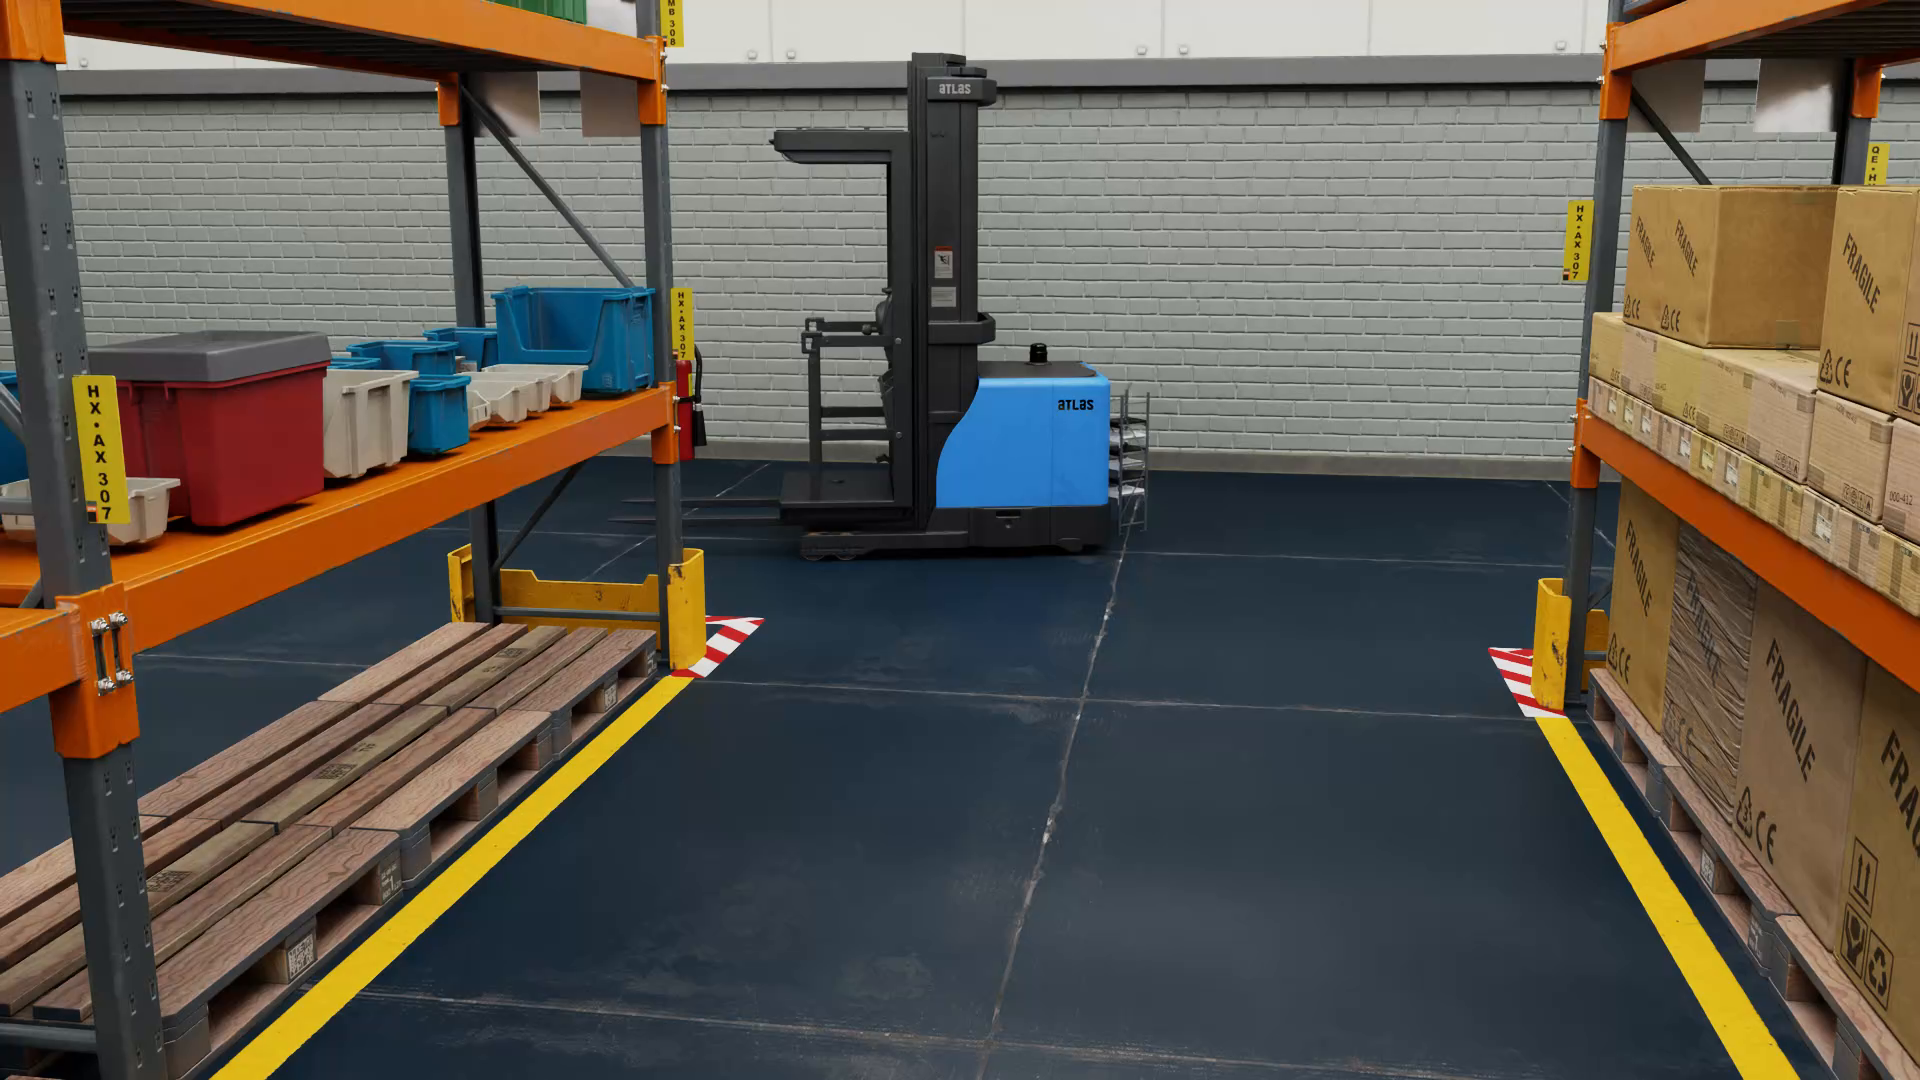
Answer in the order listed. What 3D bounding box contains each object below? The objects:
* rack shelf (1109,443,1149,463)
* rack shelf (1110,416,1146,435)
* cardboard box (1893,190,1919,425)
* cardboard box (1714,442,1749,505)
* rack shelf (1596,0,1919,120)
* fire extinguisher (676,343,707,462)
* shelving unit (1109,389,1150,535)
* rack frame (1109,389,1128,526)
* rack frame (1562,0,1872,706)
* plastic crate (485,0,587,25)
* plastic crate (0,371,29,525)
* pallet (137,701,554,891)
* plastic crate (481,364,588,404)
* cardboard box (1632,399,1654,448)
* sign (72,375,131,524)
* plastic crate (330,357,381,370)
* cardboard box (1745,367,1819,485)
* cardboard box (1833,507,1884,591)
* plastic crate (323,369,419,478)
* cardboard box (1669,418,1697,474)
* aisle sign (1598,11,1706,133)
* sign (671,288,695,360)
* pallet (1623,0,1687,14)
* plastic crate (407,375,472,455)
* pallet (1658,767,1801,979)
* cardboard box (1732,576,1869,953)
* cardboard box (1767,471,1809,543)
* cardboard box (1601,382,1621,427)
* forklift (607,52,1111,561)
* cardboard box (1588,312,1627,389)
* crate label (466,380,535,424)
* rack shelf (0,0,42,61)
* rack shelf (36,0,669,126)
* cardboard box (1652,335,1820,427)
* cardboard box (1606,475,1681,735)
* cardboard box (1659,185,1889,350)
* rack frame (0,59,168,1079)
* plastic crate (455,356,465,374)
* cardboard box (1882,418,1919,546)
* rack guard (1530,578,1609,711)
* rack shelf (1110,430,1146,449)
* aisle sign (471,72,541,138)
[{"bbox_3d":[1.049,-0.558,10.679,0.258,0.077,0.200,-9,15,-35],"label":"rack shelf"},{"bbox_3d":[1.049,-0.734,10.641,0.258,0.077,0.200,-9,15,-35],"label":"rack shelf"},{"bbox_3d":[2.285,-0.461,3.385,0.500,0.500,0.500,2,12,10],"label":"cardboard box"},{"bbox_3d":[2.439,-0.190,4.852,0.380,0.149,0.250,2,12,10],"label":"cardboard box"},{"bbox_3d":[2.786,-1.449,4.687,1.077,0.370,4.000,2,12,9],"label":"rack shelf"},{"bbox_3d":[-1.328,-0.708,7.728,0.296,0.674,0.183,2,12,9],"label":"fire extinguisher"},{"bbox_3d":[1.049,-0.503,10.690,0.258,0.900,0.210,-9,15,-35],"label":"shelving unit"},{"bbox_3d":[0.990,-0.520,10.771,0.240,0.900,0.006,-9,15,-35],"label":"rack frame"},{"bbox_3d":[3.094,-0.751,6.859,1.000,3.000,0.127,2,12,9],"label":"rack frame"},{"bbox_3d":[-1.670,-2.060,6.314,0.450,0.188,0.336,2,12,9],"label":"plastic crate"},{"bbox_3d":[-2.681,-0.209,4.237,0.392,0.384,0.575,2,12,9],"label":"plastic crate"},{"bbox_3d":[-2.155,0.875,5.931,1.003,0.211,1.213,2,12,9],"label":"pallet"},{"bbox_3d":[-1.747,-0.636,6.810,0.396,0.136,0.243,2,12,9],"label":"plastic crate"},{"bbox_3d":[2.597,-0.404,5.844,0.380,0.149,0.250,2,12,8],"label":"cardboard box"},{"bbox_3d":[-1.872,-0.196,3.626,0.100,0.325,0.005,2,12,9],"label":"sign"},{"bbox_3d":[-2.366,-0.544,6.154,0.416,0.233,0.300,2,12,9],"label":"plastic crate"},{"bbox_3d":[2.443,-0.305,4.439,0.500,0.250,0.500,2,12,10],"label":"cardboard box"},{"bbox_3d":[2.281,0.023,3.862,0.380,0.149,0.250,2,12,8],"label":"cardboard box"},{"bbox_3d":[-1.999,-0.362,5.193,0.437,0.282,0.530,2,12,9],"label":"plastic crate"},{"bbox_3d":[2.518,-0.297,5.350,0.380,0.149,0.250,2,12,8],"label":"cardboard box"},{"bbox_3d":[2.808,-2.047,6.699,0.394,0.787,0.004,2,12,9],"label":"aisle sign"},{"bbox_3d":[-1.254,-0.977,7.519,0.100,0.325,0.005,2,12,9],"label":"sign"},{"bbox_3d":[2.990,-2.019,5.834,1.003,0.211,1.213,2,12,9],"label":"pallet"},{"bbox_3d":[-1.863,-0.423,5.592,0.416,0.233,0.300,2,12,9],"label":"plastic crate"},{"bbox_3d":[2.858,1.034,5.193,1.003,0.211,1.213,2,12,9],"label":"pallet"},{"bbox_3d":[2.798,0.593,4.669,0.875,0.875,0.875,2,12,9],"label":"cardboard box"},{"bbox_3d":[2.360,-0.084,4.359,0.380,0.149,0.250,2,12,10],"label":"cardboard box"},{"bbox_3d":[2.675,-0.512,6.344,0.380,0.149,0.250,2,12,8],"label":"cardboard box"},{"bbox_3d":[-0.629,-1.424,10.143,3.031,2.935,1.130,-1,12,-4],"label":"forklift"},{"bbox_3d":[2.753,-0.732,6.420,0.500,0.250,0.500,2,12,7],"label":"cardboard box"},{"bbox_3d":[-1.824,-0.518,6.259,0.396,0.136,0.243,2,12,9],"label":"crate label"},{"bbox_3d":[-2.723,-0.777,1.568,1.077,0.370,4.000,2,12,9],"label":"rack shelf"},{"bbox_3d":[-2.108,-1.610,5.431,1.077,0.370,4.000,2,12,9],"label":"rack shelf"},{"bbox_3d":[2.599,-0.519,5.432,0.500,0.250,0.500,1,12,7],"label":"cardboard box"},{"bbox_3d":[3.074,0.218,6.408,0.875,0.875,0.875,2,12,9],"label":"cardboard box"},{"bbox_3d":[2.603,-0.887,5.357,0.500,0.500,0.500,2,12,7],"label":"cardboard box"},{"bbox_3d":[-2.412,-0.079,3.739,0.949,2.616,0.053,2,12,9],"label":"rack frame"},{"bbox_3d":[-2.295,-0.707,7.138,0.250,0.136,0.298,2,12,9],"label":"plastic crate"},{"bbox_3d":[2.287,-0.091,3.445,0.500,0.250,0.500,2,12,8],"label":"cardboard box"},{"bbox_3d":[3.097,0.466,7.145,1.175,0.500,0.348,2,12,9],"label":"rack guard"},{"bbox_3d":[1.049,-0.646,10.660,0.258,0.077,0.200,-9,15,-35],"label":"rack shelf"},{"bbox_3d":[-2.083,-2.207,7.444,0.394,0.787,0.004,2,12,9],"label":"aisle sign"}]
